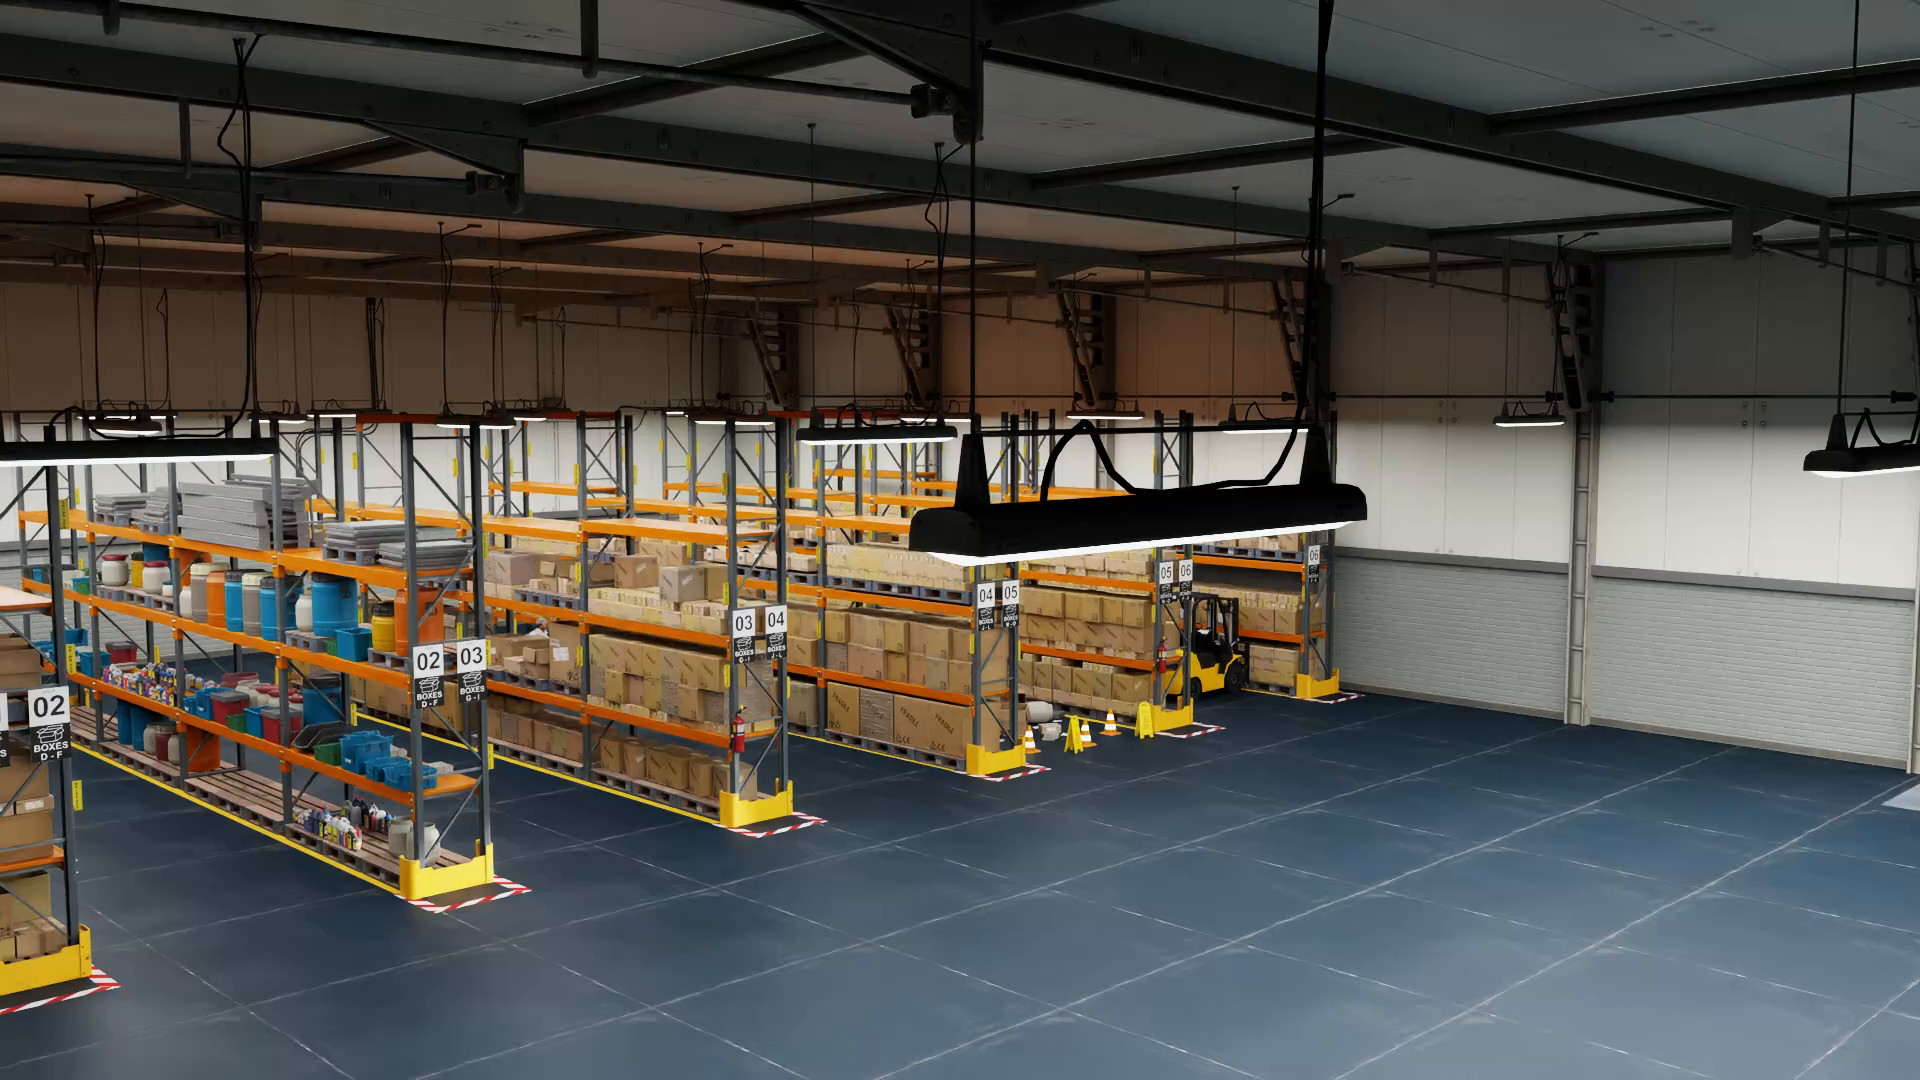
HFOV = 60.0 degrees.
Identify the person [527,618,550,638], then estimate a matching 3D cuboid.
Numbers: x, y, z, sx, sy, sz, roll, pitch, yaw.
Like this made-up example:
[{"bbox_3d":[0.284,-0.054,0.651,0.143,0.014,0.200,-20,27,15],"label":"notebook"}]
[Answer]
[{"bbox_3d":[-8.827,2.449,34.983,0.655,1.620,1.028,-5,7,-43],"label":"person"}]
